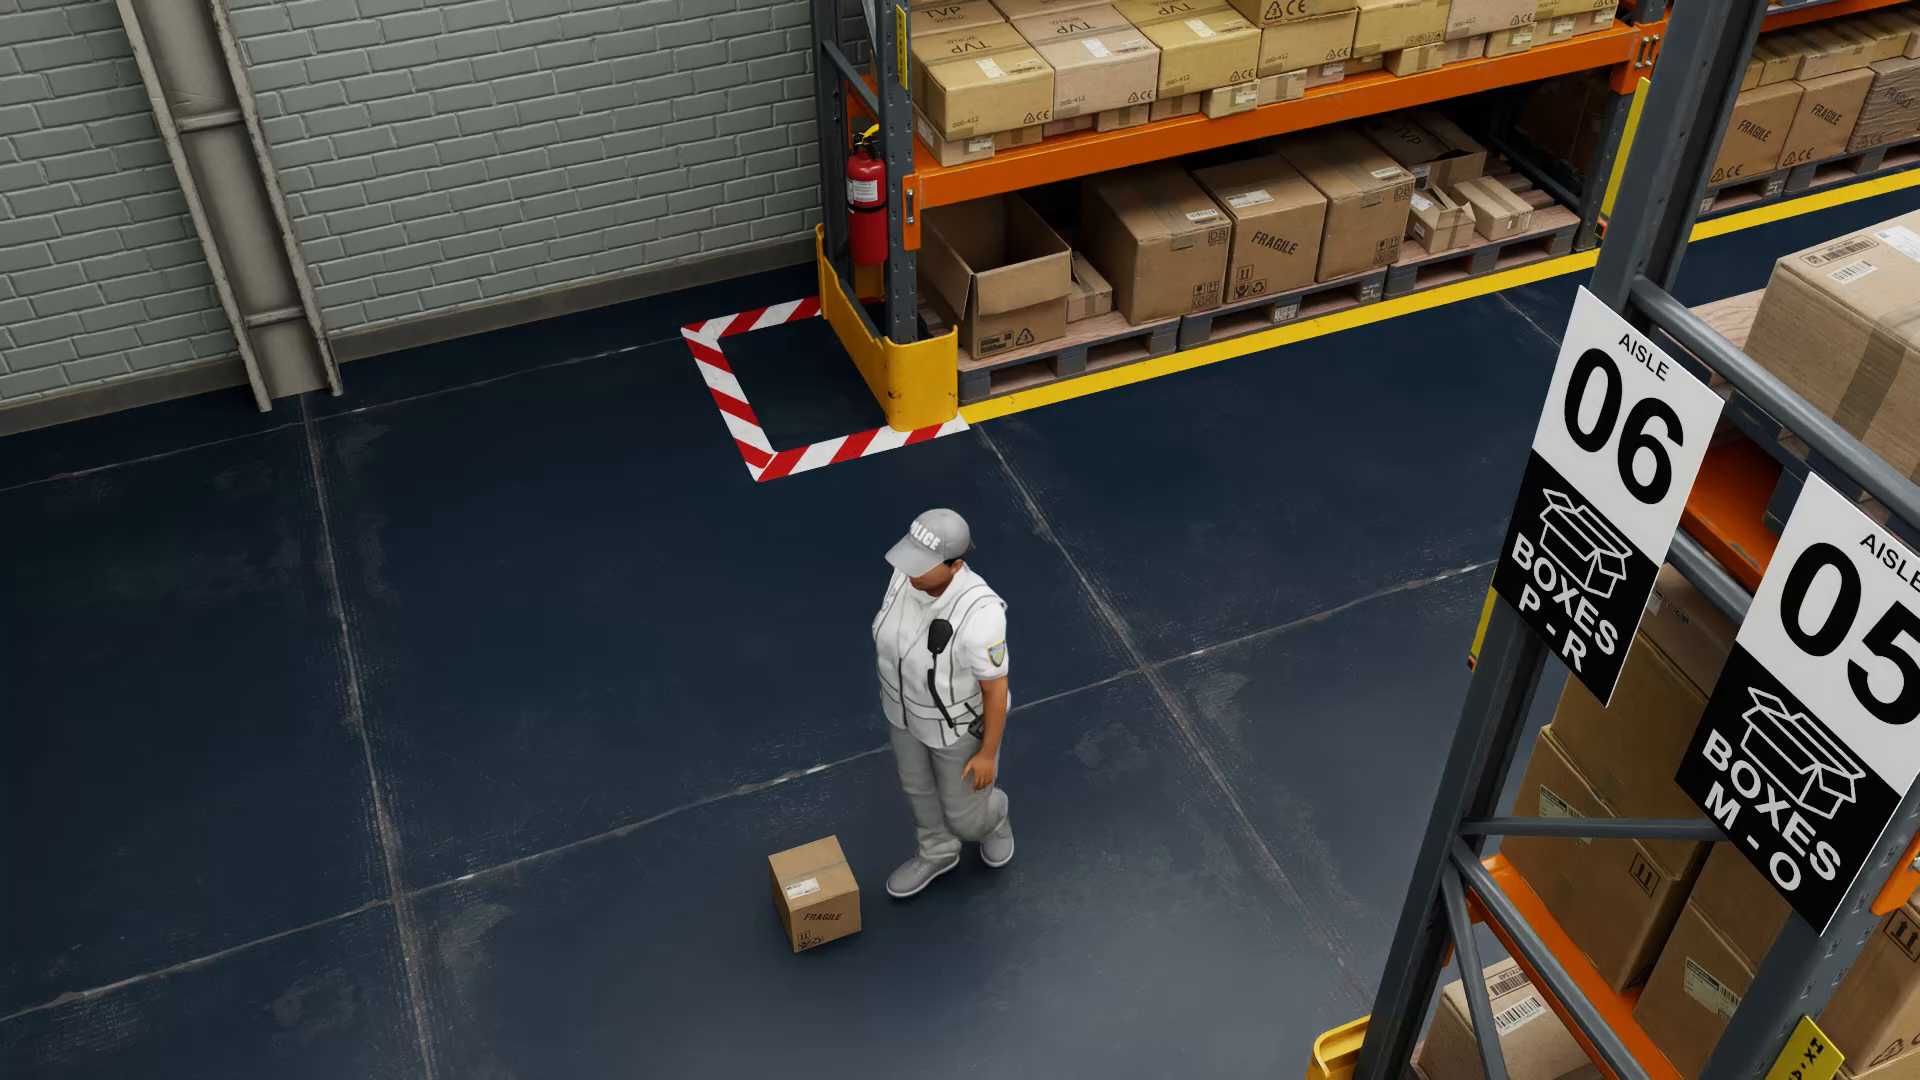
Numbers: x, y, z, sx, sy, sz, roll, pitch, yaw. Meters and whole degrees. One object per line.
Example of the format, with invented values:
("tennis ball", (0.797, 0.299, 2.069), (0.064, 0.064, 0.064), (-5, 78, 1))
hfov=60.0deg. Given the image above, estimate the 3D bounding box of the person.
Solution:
("person", (-0.030, 0.558, 5.519), (0.541, 1.666, 0.524), (31, 51, 30))
